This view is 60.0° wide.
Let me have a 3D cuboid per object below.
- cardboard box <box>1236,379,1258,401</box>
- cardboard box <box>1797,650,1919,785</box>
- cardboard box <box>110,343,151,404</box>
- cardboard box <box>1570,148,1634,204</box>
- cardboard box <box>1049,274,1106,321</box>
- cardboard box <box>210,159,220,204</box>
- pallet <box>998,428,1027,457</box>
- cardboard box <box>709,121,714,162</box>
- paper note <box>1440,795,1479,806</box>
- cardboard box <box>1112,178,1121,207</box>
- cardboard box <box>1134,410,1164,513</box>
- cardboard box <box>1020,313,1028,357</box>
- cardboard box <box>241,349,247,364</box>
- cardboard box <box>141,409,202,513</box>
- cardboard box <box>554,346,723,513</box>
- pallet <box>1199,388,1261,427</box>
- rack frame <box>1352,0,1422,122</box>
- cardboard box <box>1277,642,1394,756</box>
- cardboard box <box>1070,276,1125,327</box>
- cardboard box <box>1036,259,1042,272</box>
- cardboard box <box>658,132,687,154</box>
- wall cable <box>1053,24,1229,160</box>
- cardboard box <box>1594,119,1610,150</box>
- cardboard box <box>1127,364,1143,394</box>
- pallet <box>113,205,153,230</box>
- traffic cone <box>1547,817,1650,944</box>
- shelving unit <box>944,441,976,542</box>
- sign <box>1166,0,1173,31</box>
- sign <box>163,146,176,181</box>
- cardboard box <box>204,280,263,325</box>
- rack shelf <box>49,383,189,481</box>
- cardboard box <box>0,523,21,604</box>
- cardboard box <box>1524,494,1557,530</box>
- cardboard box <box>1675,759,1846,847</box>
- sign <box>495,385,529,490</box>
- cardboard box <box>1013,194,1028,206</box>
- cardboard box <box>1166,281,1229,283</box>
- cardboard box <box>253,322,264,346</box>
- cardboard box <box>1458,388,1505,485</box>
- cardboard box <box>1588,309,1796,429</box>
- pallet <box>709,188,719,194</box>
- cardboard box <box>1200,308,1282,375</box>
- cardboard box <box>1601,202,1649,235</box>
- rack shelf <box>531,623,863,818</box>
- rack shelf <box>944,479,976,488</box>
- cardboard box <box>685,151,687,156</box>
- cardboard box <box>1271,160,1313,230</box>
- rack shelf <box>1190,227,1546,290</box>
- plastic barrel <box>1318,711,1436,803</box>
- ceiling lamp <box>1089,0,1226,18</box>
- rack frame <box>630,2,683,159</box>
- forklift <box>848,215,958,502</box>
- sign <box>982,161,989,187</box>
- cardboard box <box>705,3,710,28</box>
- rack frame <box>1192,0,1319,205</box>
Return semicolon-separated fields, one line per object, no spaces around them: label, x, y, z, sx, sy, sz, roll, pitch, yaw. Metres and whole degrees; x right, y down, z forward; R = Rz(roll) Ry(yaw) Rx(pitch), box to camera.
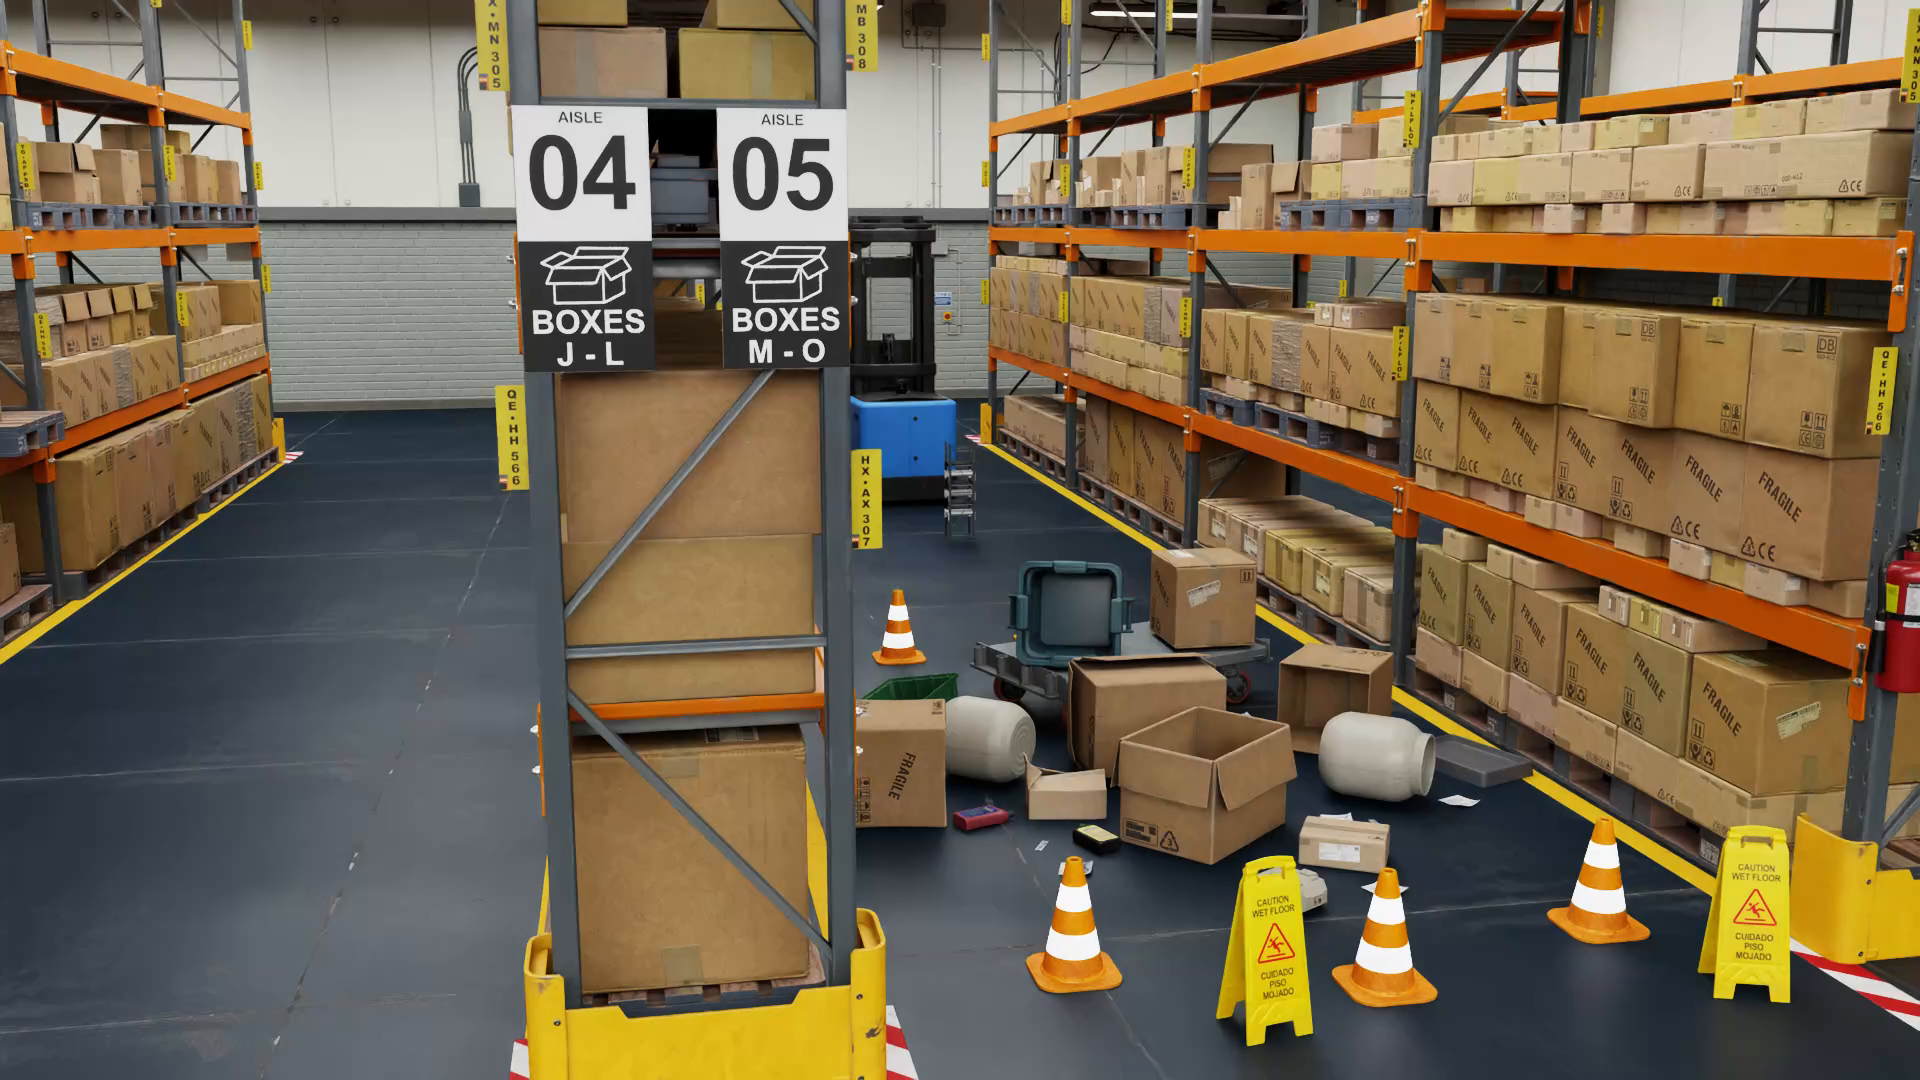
cardboard box;2.375;-1.175;12.951;0.380;0.149;0.250;-2;11;-11
cardboard box;4.096;0.766;7.428;0.500;0.500;0.500;-3;11;-13
cardboard box;-7.511;-1.475;14.709;0.500;0.500;0.500;-2;11;-12
cardboard box;3.320;-1.757;8.044;0.500;0.250;0.500;-2;11;-10
cardboard box;1.290;-2.665;18.289;0.500;0.500;0.500;-2;11;-11
cardboard box;-8.701;-3.999;18.557;0.700;0.500;0.500;-3;11;-13
pallet;1.107;-1.268;21.350;1.003;0.211;1.213;-2;11;-11
cardboard box;-0.700;-1.422;5.957;0.380;0.149;0.250;-2;11;-11
paper note;2.502;1.302;8.329;0.142;0.019;0.148;-6;13;-31
cardboard box;1.665;-3.314;15.856;0.396;0.266;0.258;-1;11;-6
cardboard box;2.208;-0.771;15.837;0.875;0.875;0.875;-2;11;-10
cardboard box;1.007;-2.456;19.863;0.500;0.500;0.500;-2;11;-9
cardboard box;-8.254;-2.058;18.711;0.380;0.149;0.250;-2;11;-12
cardboard box;-7.924;-0.734;15.643;1.225;0.875;0.875;-2;11;-11
cardboard box;-1.081;-0.420;6.146;0.875;0.550;0.550;-2;11;-11
pallet;2.674;-1.094;13.487;1.213;0.211;1.003;-2;11;-11
rack frame;5.743;-5.910;22.236;1.000;3.000;0.127;-2;11;-11
cardboard box;2.082;0.891;9.222;0.500;0.500;0.500;6;12;28
cardboard box;1.456;-2.498;17.409;0.500;0.500;0.500;-2;11;-10
cardboard box;1.094;-3.189;19.307;0.380;0.149;0.250;-2;11;-12
cardboard box;-1.280;-2.103;8.470;0.500;0.250;0.500;-2;11;-12
wall cable;2.970;-6.902;27.345;2.988;3.039;0.133;-2;11;-11
cardboard box;3.333;-1.971;8.102;0.380;0.149;0.250;-2;11;-10
cardboard box;1.881;-1.511;15.565;0.500;0.250;0.500;-2;11;-12
pallet;-7.841;-2.901;14.960;0.805;0.209;1.217;-3;11;-13
traffic cone;2.638;1.367;6.832;0.336;0.463;0.334;-2;11;-11
shelving unit;-0.002;-0.444;15.174;0.258;0.900;0.210;-2;11;-11
sign;2.183;-5.515;17.450;0.100;0.325;0.005;-2;11;-11
sign;-7.538;-3.592;15.852;0.100;0.325;0.005;-2;11;-11
cardboard box;-8.494;-2.783;19.448;0.500;0.500;0.500;-2;11;-10
rack shelf;-7.679;-0.968;14.237;1.077;0.370;4.000;-2;11;-11
cardboard box;-7.140;0.180;11.793;0.700;0.500;0.500;-3;11;-14
cardboard box;3.195;-0.153;8.706;0.380;0.149;0.250;-2;11;-11
cardboard box;3.561;1.154;7.395;0.500;0.250;0.500;-2;11;-11
sign;-1.384;-0.317;5.163;0.100;0.325;0.005;-2;11;-11
cardboard box;0.861;-4.180;20.447;0.380;0.149;0.250;-2;11;-9
cardboard box;2.288;-2.233;16.020;0.500;0.500;0.500;-2;11;-10
cardboard box;-8.492;-2.415;19.521;0.500;0.250;0.500;-2;11;-12
cardboard box;3.141;-0.594;9.288;0.500;0.500;0.500;-2;11;-11
cardboard box;3.382;-0.803;7.708;0.700;0.500;0.500;-2;11;-12
pallet;-1.245;-1.439;7.003;1.003;0.211;1.213;-2;11;-11
cardboard box;2.291;-1.625;13.582;0.500;0.500;0.500;-2;11;-13
cardboard box;3.300;-1.533;7.932;0.380;0.149;0.250;-2;11;-12
rack shelf;-1.238;0.338;7.378;1.077;0.370;4.000;-2;11;-11
rack shelf;-0.002;-0.499;15.163;0.258;0.077;0.200;-2;11;-11
cardboard box;-1.194;-1.887;8.400;0.380;0.149;0.250;-2;11;-10
cardboard box;2.755;-2.560;12.381;0.797;0.503;0.637;-2;11;-11
rack shelf;2.820;-2.068;11.995;1.077;0.370;4.000;-2;11;-11
plastic barrel;2.100;1.094;8.369;0.512;0.421;0.421;6;12;28
ceiling lamp;2.938;-9.185;23.828;2.000;3.185;0.800;-2;11;-11
rack frame;-1.627;-3.330;8.677;1.000;3.000;0.127;-2;11;-11
forklift;-0.876;-2.054;18.202;1.130;2.935;3.031;-3;11;-14
sign;0.329;-4.705;21.375;0.100;0.325;0.005;-2;11;-11
cardboard box;-0.700;-1.812;5.874;0.380;0.149;0.250;-2;11;-12
rack frame;2.431;-4.262;13.575;1.000;3.000;0.127;-2;11;-11
